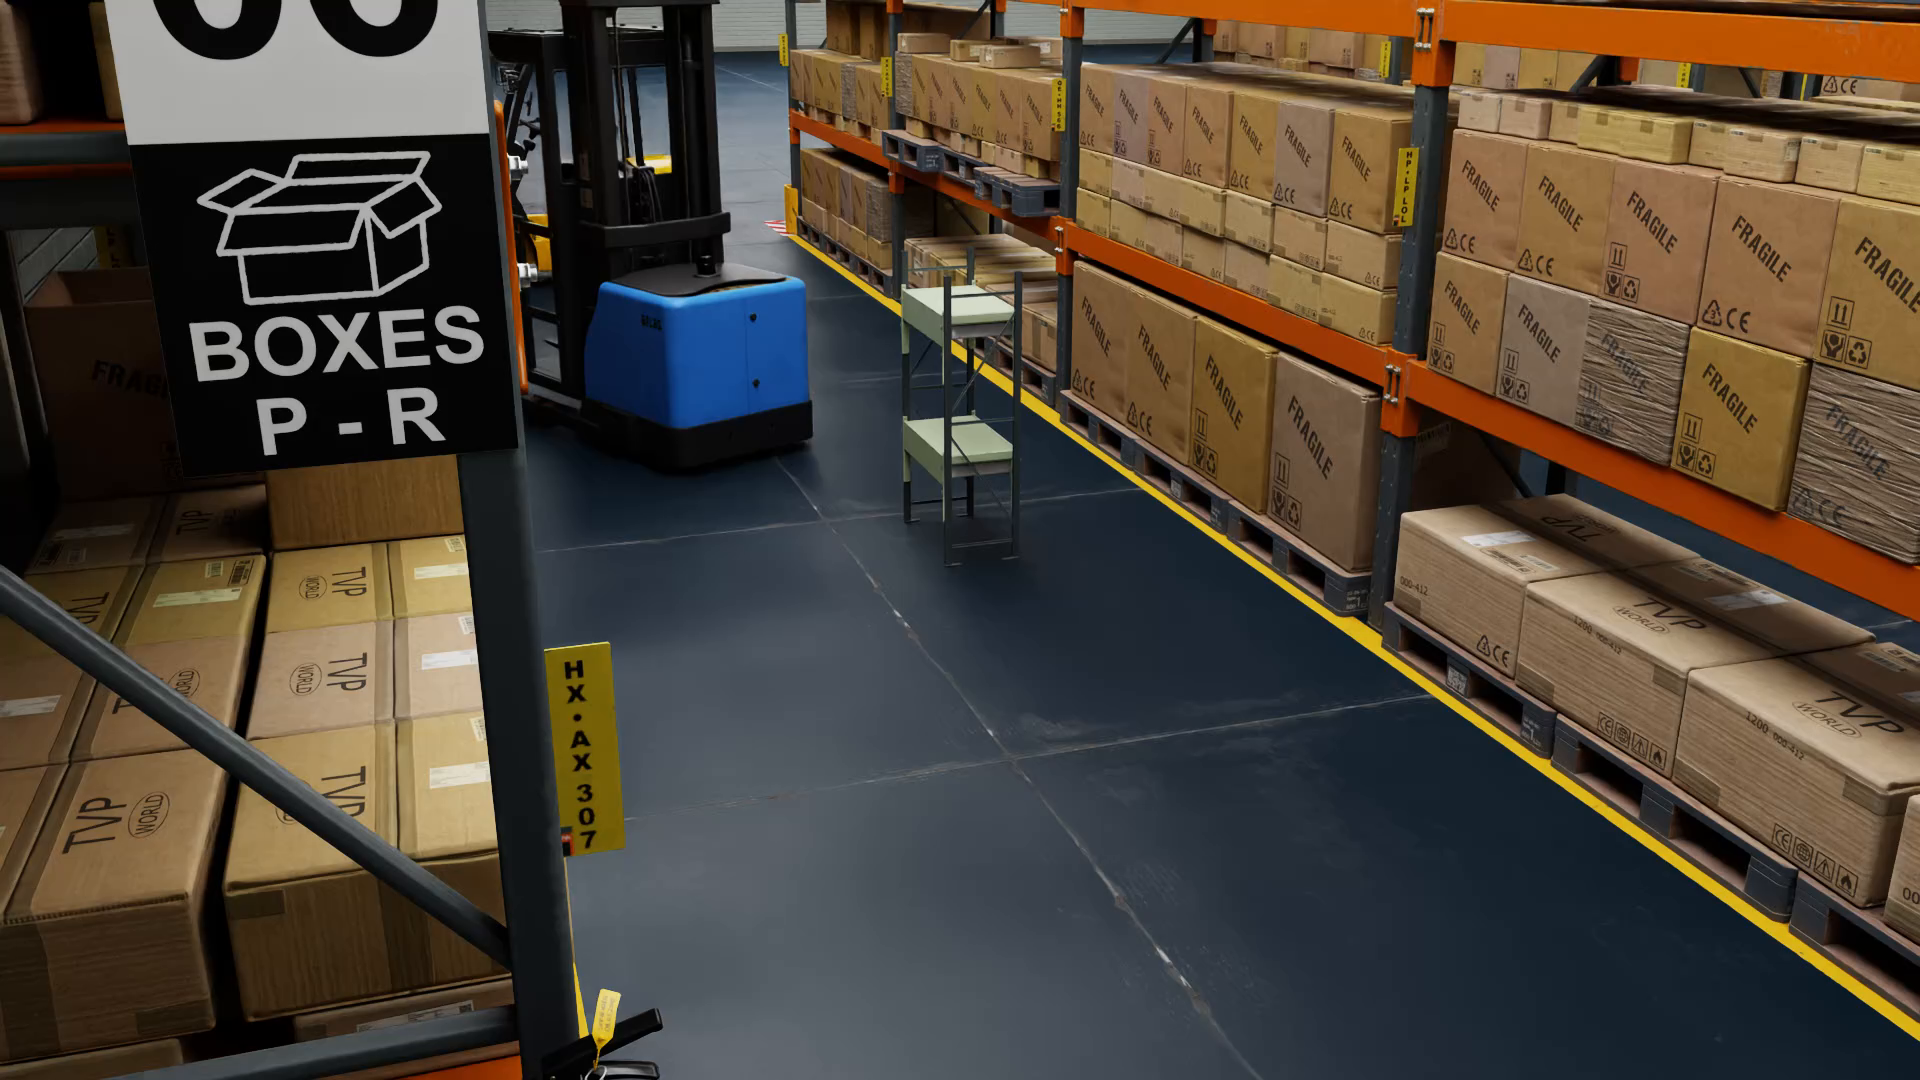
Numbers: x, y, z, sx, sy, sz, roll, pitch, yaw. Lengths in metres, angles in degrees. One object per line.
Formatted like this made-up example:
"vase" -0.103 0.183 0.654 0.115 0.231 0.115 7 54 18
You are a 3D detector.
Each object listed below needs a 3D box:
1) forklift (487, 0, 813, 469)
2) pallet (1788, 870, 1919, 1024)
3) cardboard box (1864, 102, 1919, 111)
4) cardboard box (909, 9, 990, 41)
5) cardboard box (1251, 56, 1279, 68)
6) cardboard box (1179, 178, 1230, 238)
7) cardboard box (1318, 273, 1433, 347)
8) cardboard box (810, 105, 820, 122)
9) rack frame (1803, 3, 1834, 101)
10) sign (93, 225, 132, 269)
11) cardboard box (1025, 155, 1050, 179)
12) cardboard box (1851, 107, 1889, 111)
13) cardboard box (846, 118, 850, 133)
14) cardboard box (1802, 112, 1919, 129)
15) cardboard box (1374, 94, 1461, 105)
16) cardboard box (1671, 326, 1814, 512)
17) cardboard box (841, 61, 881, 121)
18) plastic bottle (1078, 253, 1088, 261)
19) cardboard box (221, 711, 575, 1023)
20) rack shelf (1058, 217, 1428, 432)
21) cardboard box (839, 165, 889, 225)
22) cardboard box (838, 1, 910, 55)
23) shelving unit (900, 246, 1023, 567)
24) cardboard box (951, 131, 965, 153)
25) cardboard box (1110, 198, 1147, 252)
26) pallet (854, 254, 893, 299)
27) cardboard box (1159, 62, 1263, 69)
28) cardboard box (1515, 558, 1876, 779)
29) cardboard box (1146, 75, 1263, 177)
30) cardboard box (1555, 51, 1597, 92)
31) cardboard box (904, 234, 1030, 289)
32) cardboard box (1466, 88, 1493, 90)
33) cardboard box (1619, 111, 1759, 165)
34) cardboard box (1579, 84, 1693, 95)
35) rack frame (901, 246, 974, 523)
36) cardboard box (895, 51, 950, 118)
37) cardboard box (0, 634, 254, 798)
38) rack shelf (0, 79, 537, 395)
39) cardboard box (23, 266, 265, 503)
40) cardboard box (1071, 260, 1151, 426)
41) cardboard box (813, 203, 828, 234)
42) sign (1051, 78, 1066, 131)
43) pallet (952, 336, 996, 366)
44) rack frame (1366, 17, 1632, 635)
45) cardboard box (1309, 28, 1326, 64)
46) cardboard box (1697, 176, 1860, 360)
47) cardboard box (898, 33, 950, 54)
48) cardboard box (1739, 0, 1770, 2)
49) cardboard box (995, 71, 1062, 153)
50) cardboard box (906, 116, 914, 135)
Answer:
"forklift" -2.294 -2.226 10.779 1.130 2.935 3.031 -17 26 -39
"pallet" 3.334 1.302 4.981 1.003 0.211 1.213 -6 21 -17
"cardboard box" 6.561 -2.974 11.630 0.380 0.149 0.250 -6 21 -16
"cardboard box" -0.044 -4.435 14.760 0.700 0.500 0.500 -7 21 -18
"cardboard box" 3.708 -5.045 18.302 0.875 0.550 0.550 -6 21 -17
"cardboard box" 1.524 -1.814 9.013 0.500 0.250 0.500 -6 21 -16
"cardboard box" 2.022 -1.093 7.743 0.500 0.250 0.500 -7 21 -18
"cardboard box" -1.323 -4.388 17.068 0.380 0.149 0.250 -6 21 -16
"rack frame" 9.296 -4.666 17.471 1.000 3.000 0.127 -6 21 -17
"sign" -2.834 -1.002 5.557 0.100 0.325 0.005 -6 21 -17
"cardboard box" 0.666 -2.568 11.379 0.380 0.149 0.250 -6 21 -16
"cardboard box" 6.017 -2.829 11.224 0.380 0.149 0.250 -7 21 -19
"cardboard box" -0.877 -3.977 15.923 0.380 0.149 0.250 -7 21 -18
"cardboard box" 3.143 -1.387 5.754 0.380 0.149 0.250 -7 21 -18
"cardboard box" 2.351 -1.896 8.130 0.500 0.500 0.500 -7 21 -18
"cardboard box" 2.768 -0.427 5.521 0.500 0.500 0.500 -6 21 -16
"cardboard box" -0.823 -4.247 15.716 0.500 0.500 0.500 -6 21 -16
"plastic bottle" 1.263 -2.844 16.744 0.133 0.061 0.283 -3 20 -8
"cardboard box" -0.938 0.522 2.807 0.500 0.250 0.500 -6 21 -17
"rack shelf" 1.774 -1.349 9.300 1.077 0.370 4.000 -6 21 -17
"cardboard box" -0.876 -3.358 16.165 0.500 0.500 0.500 -5 20 -14
"cardboard box" -0.849 -5.251 17.031 0.700 0.500 0.500 -6 21 -17
"shelving unit" -0.002 -0.708 8.669 0.431 1.500 0.755 -6 21 -17
"cardboard box" 0.145 -3.061 12.751 0.380 0.149 0.250 -6 20 -15
"cardboard box" 1.239 -1.913 10.026 0.500 0.250 0.500 -7 21 -19
"pallet" -0.356 -2.513 15.600 1.003 0.211 1.213 -6 21 -17
"cardboard box" 1.556 -2.709 10.395 0.500 0.500 0.500 -7 21 -19
"cardboard box" 2.780 0.462 6.362 0.875 0.438 0.875 -7 21 -19
"cardboard box" 1.381 -2.337 9.360 0.500 0.500 0.500 -6 21 -16
"cardboard box" 5.358 -3.878 13.647 0.700 0.500 0.500 -7 21 -18
"cardboard box" 0.055 -2.406 14.445 0.950 0.372 0.625 -6 21 -17
"cardboard box" 4.780 -3.699 14.629 0.500 0.500 0.500 -6 21 -17
"cardboard box" 2.548 -1.408 5.811 0.380 0.149 0.250 -7 21 -19
"cardboard box" 2.802 -1.804 6.915 0.380 0.149 0.250 -7 21 -18
"rack frame" -0.117 -0.825 8.996 0.400 1.500 0.023 -6 21 -17
"cardboard box" -0.237 -3.817 13.898 0.500 0.500 0.500 -6 21 -16
"cardboard box" -1.608 0.412 3.115 0.500 0.250 0.500 -6 21 -17
"rack shelf" -1.680 -0.949 3.748 1.077 0.370 4.000 -6 21 -17
"cardboard box" -2.093 -0.434 4.359 0.500 0.500 0.500 -7 21 -19
"cardboard box" 1.284 -1.297 10.612 0.875 0.875 0.875 -7 21 -18
"cardboard box" -1.225 -3.348 17.246 0.500 0.250 0.500 -6 21 -15
"sign" 0.633 -2.777 10.614 0.100 0.325 0.005 -6 21 -17
"pallet" 0.521 -1.659 13.224 1.003 0.211 1.213 -6 21 -17
"rack frame" 2.403 -1.046 7.392 1.000 3.000 0.127 -6 21 -17
"cardboard box" 4.150 -5.225 17.206 0.875 0.550 0.550 -6 21 -17
"cardboard box" 2.782 -0.895 5.343 0.500 0.500 0.500 -7 21 -18
"cardboard box" -0.300 -4.115 13.767 0.380 0.149 0.250 -6 21 -17
"cardboard box" 8.735 -5.599 18.002 0.500 0.500 0.500 -6 21 -17
"cardboard box" 0.566 -2.996 11.610 0.500 0.500 0.500 -7 21 -18
"cardboard box" -0.238 -3.482 13.924 0.380 0.149 0.250 -6 21 -16
